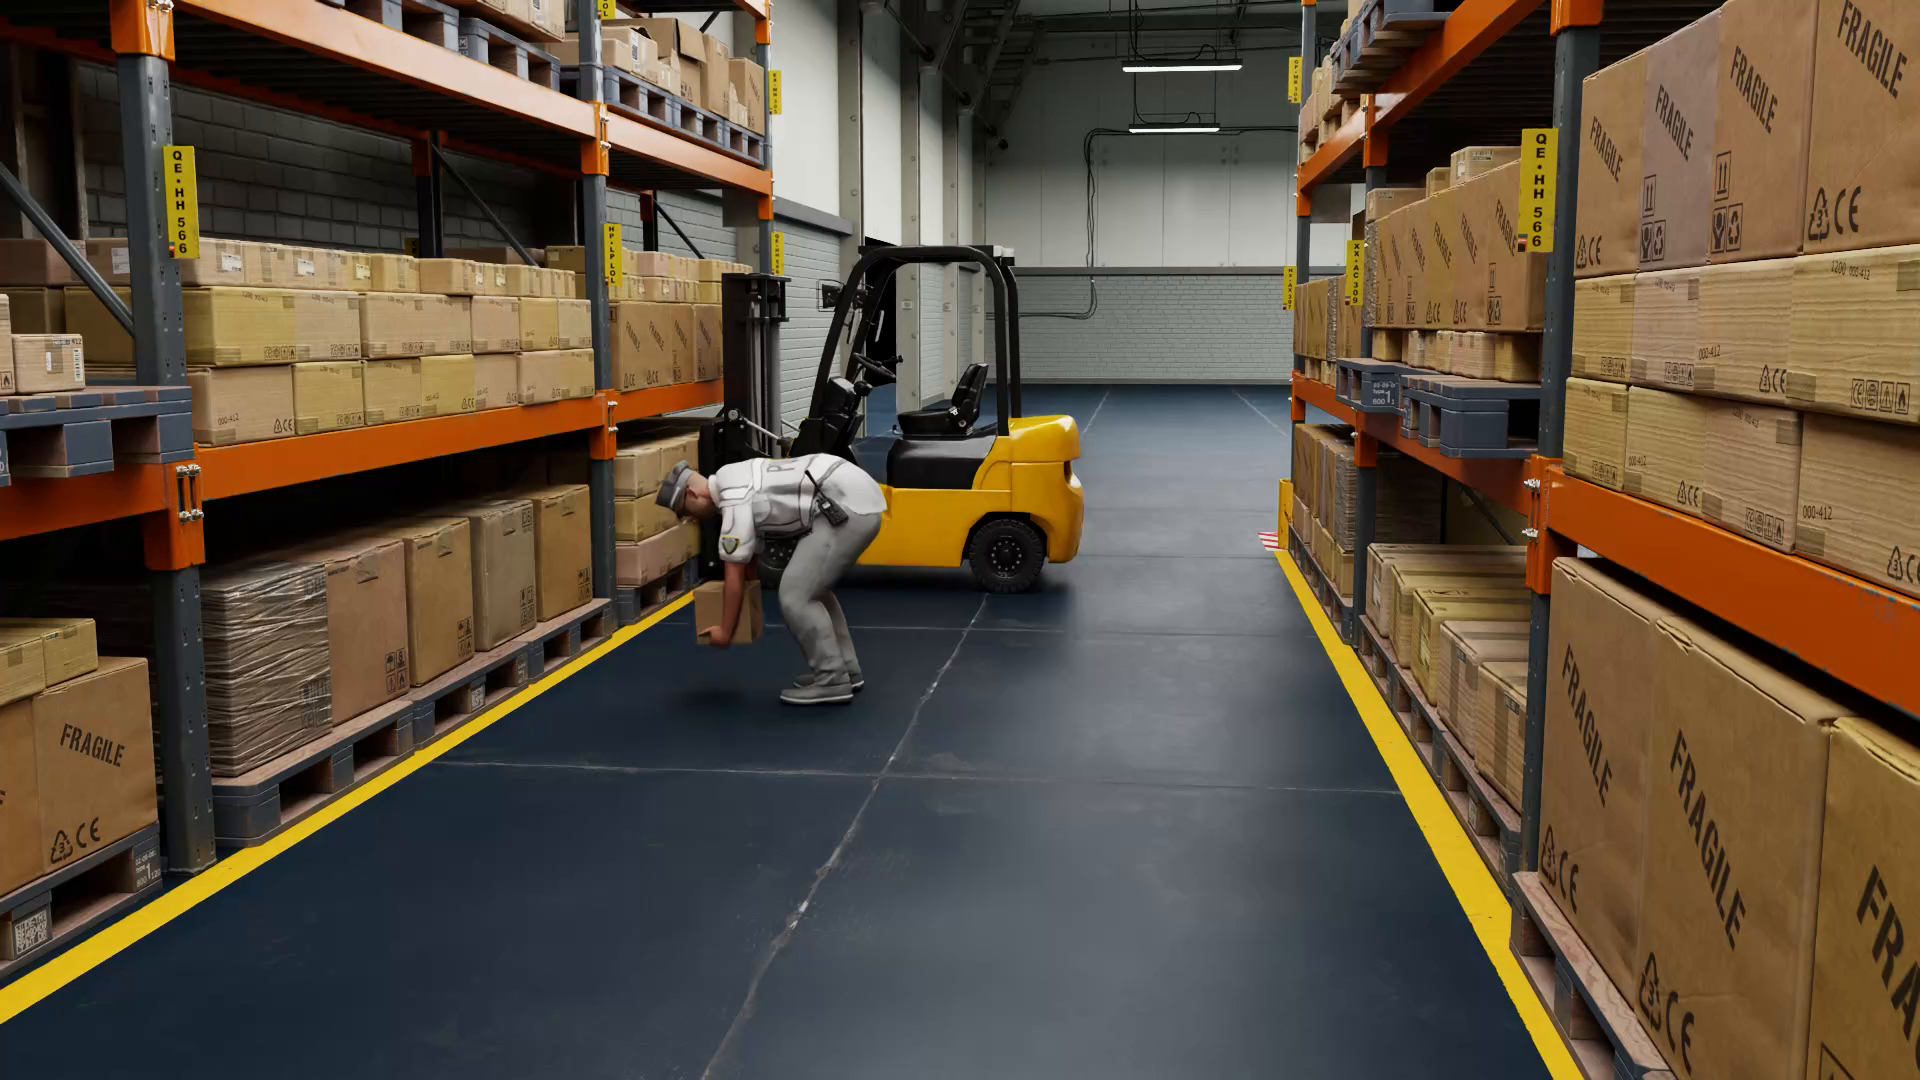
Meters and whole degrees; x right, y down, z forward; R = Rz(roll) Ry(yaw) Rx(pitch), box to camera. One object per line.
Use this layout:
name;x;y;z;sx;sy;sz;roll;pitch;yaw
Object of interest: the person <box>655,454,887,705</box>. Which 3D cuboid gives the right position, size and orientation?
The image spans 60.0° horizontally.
person;-0.852;0.164;7.513;1.046;1.102;0.503;1;8;4
